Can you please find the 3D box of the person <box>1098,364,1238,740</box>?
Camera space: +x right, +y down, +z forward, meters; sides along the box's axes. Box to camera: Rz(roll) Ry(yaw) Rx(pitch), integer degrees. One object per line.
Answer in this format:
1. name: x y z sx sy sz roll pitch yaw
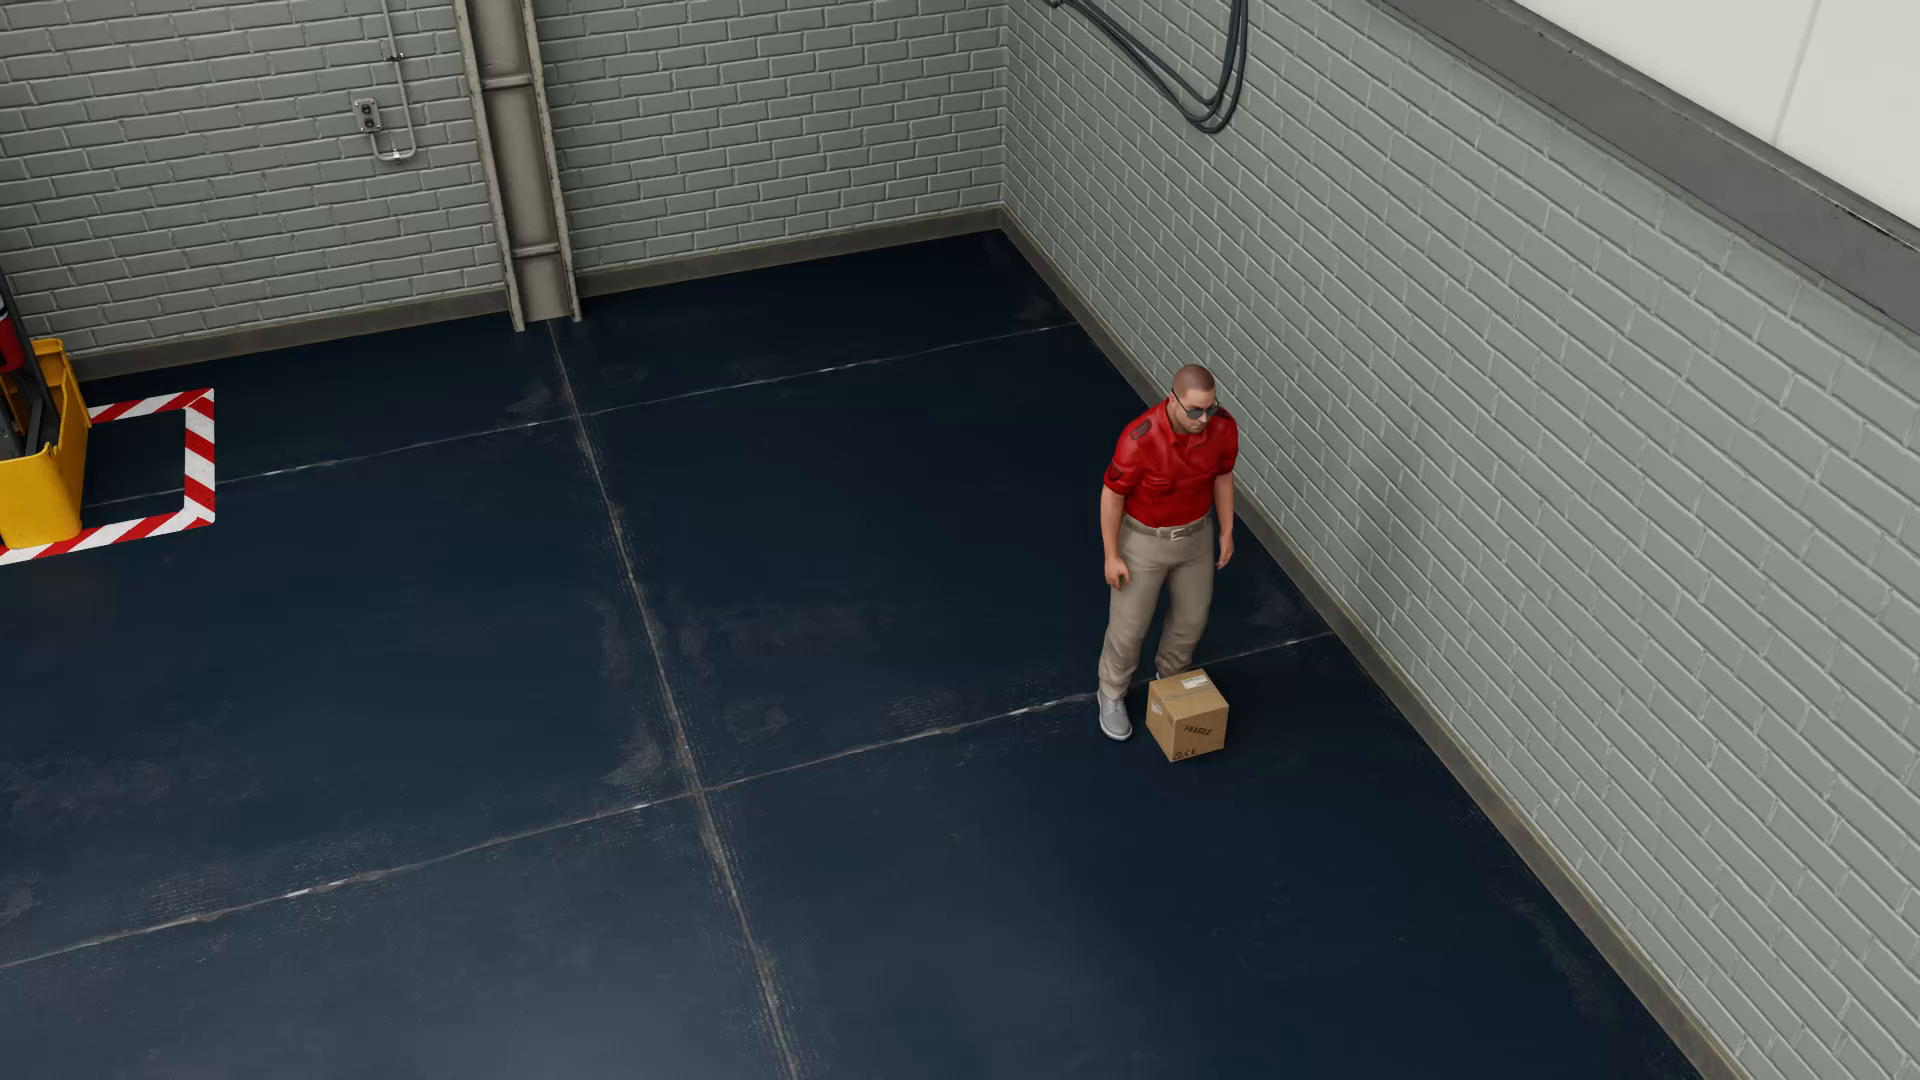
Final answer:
1. person: 0.846 0.019 6.770 0.586 1.727 0.396 -12 39 -15
